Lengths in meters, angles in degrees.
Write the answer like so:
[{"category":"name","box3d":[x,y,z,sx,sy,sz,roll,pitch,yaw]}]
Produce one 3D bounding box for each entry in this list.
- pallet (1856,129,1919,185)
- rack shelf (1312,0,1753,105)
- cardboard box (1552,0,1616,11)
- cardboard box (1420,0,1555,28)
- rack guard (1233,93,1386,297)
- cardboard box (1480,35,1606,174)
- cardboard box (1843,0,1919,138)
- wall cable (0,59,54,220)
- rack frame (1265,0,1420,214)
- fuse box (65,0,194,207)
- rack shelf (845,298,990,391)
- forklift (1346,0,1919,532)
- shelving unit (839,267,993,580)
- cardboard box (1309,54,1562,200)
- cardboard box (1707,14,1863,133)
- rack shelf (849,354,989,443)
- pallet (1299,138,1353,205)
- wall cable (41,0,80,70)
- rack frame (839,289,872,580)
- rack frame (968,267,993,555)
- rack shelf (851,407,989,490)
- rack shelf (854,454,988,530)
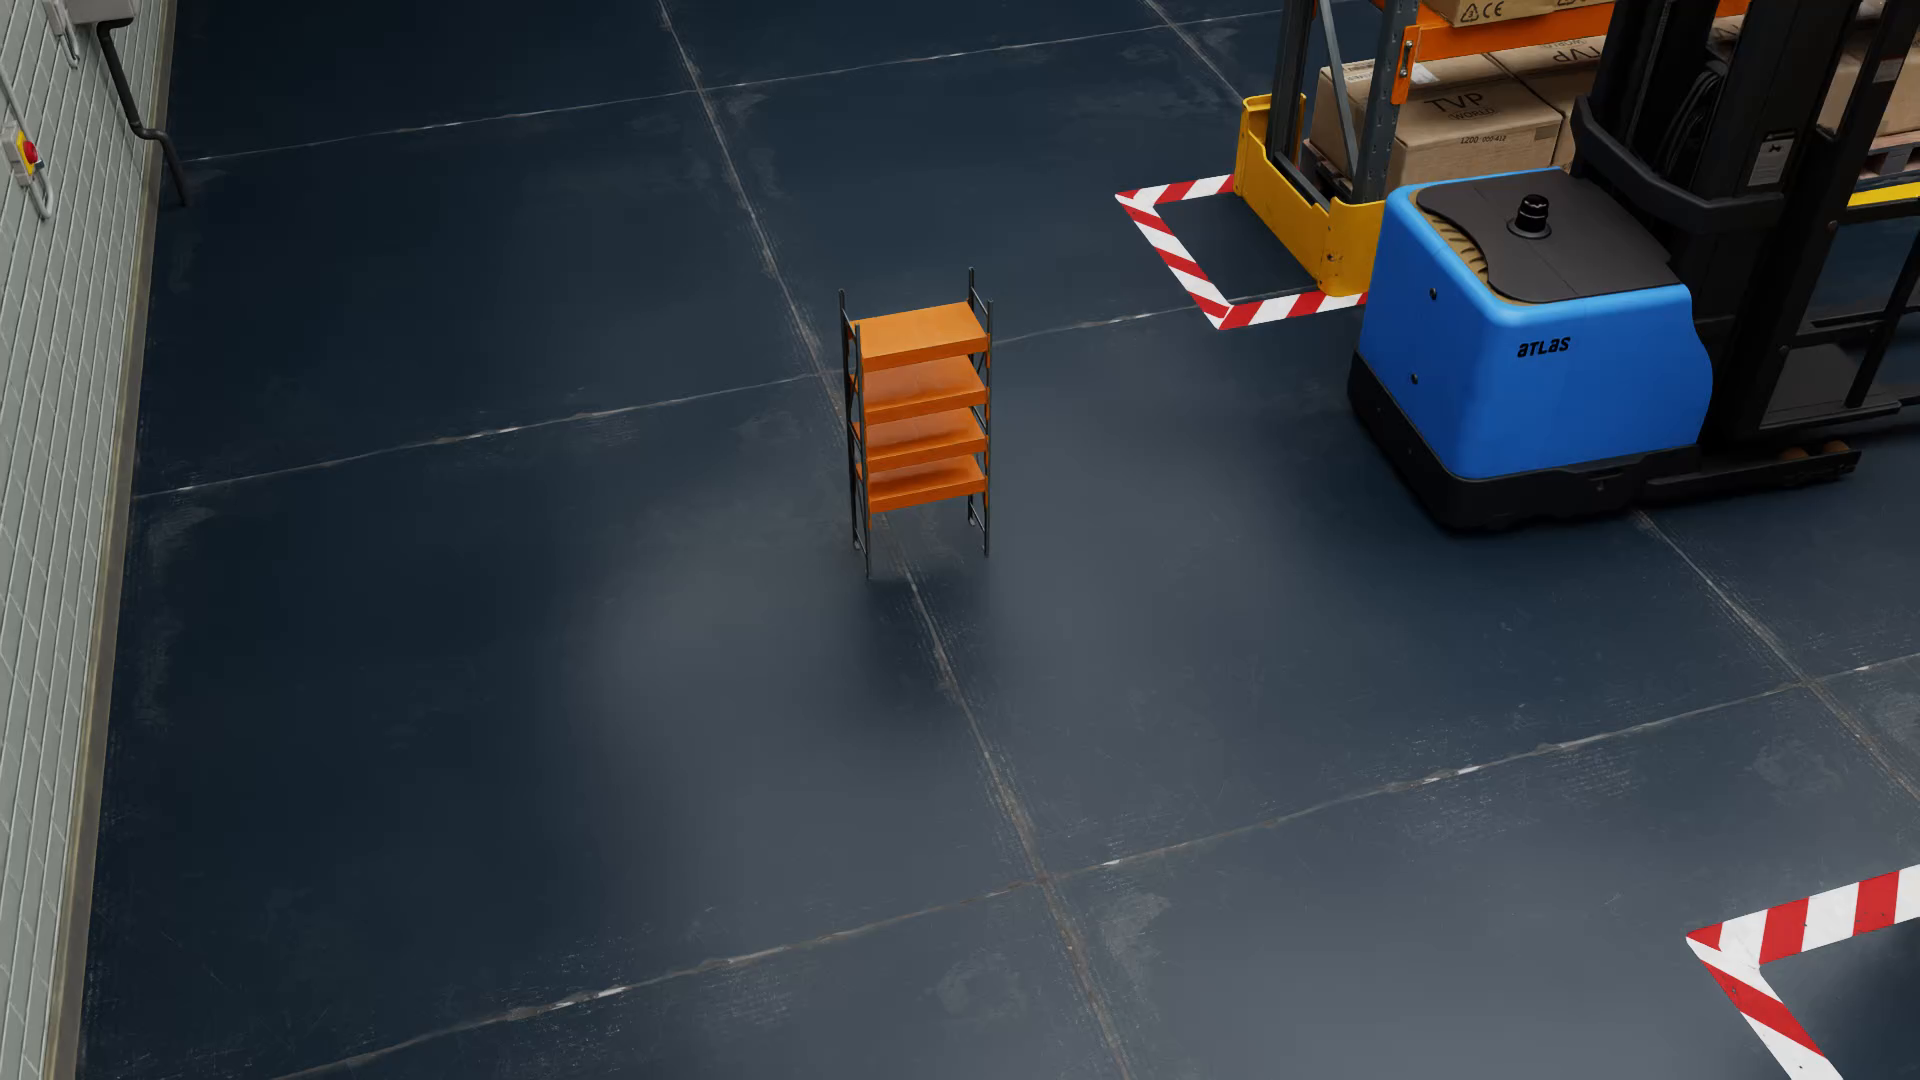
[{"category":"pallet","box3d":[4.872,-2.346,9.275,1.213,0.211,1.003,-12,42,-13]},{"category":"rack shelf","box3d":[3.713,-2.831,8.257,4.000,0.370,1.077,-12,42,-13]},{"category":"cardboard box","box3d":[2.824,-2.777,7.572,0.500,0.500,0.500,-12,43,-14]},{"category":"cardboard box","box3d":[2.350,-2.659,7.438,0.500,0.500,0.500,-12,43,-13]},{"category":"rack guard","box3d":[1.783,-1.761,8.385,0.348,0.500,1.175,-12,42,-13]},{"category":"cardboard box","box3d":[3.275,-2.279,8.707,0.875,0.438,0.875,-11,42,-12]},{"category":"cardboard box","box3d":[4.990,-2.634,9.113,0.875,0.438,0.875,-12,43,-14]},{"category":"wall cable","box3d":[-3.566,-1.972,5.931,0.123,1.953,0.585,-12,42,-13]},{"category":"rack frame","box3d":[1.806,-2.707,7.568,0.127,3.000,1.000,-12,42,-13]},{"category":"fuse box","box3d":[-4.058,-2.440,8.242,0.414,1.711,0.539,-12,42,-13]},{"category":"rack shelf","box3d":[-0.158,-0.715,6.059,0.480,0.148,0.258,-12,42,-13]},{"category":"forklift","box3d":[3.291,-1.657,6.419,3.031,2.935,1.130,-9,42,-10]},{"category":"shelving unit","box3d":[-0.158,-0.419,6.318,0.503,1.200,0.258,-12,42,-13]},{"category":"cardboard box","box3d":[2.405,-2.093,8.494,0.875,0.438,0.875,-13,43,-15]},{"category":"cardboard box","box3d":[4.136,-2.456,8.910,0.875,0.438,0.875,-13,43,-14]},{"category":"rack shelf","box3d":[-0.158,-0.537,6.215,0.480,0.148,0.258,-12,42,-13]},{"category":"pallet","box3d":[2.545,-1.864,8.723,1.213,0.211,1.003,-12,42,-13]},{"category":"wall cable","box3d":[-4.003,-2.848,6.958,0.122,1.984,0.588,-12,42,-13]},{"category":"rack frame","box3d":[-0.391,-0.371,6.263,0.015,1.200,0.240,-12,42,-13]},{"category":"rack frame","box3d":[0.075,-0.467,6.373,0.015,1.200,0.240,-12,42,-13]},{"category":"rack shelf","box3d":[-0.158,-0.368,6.362,0.480,0.148,0.258,-12,42,-13]},{"category":"rack shelf","box3d":[-0.158,-0.219,6.493,0.480,0.148,0.258,-12,42,-13]}]
